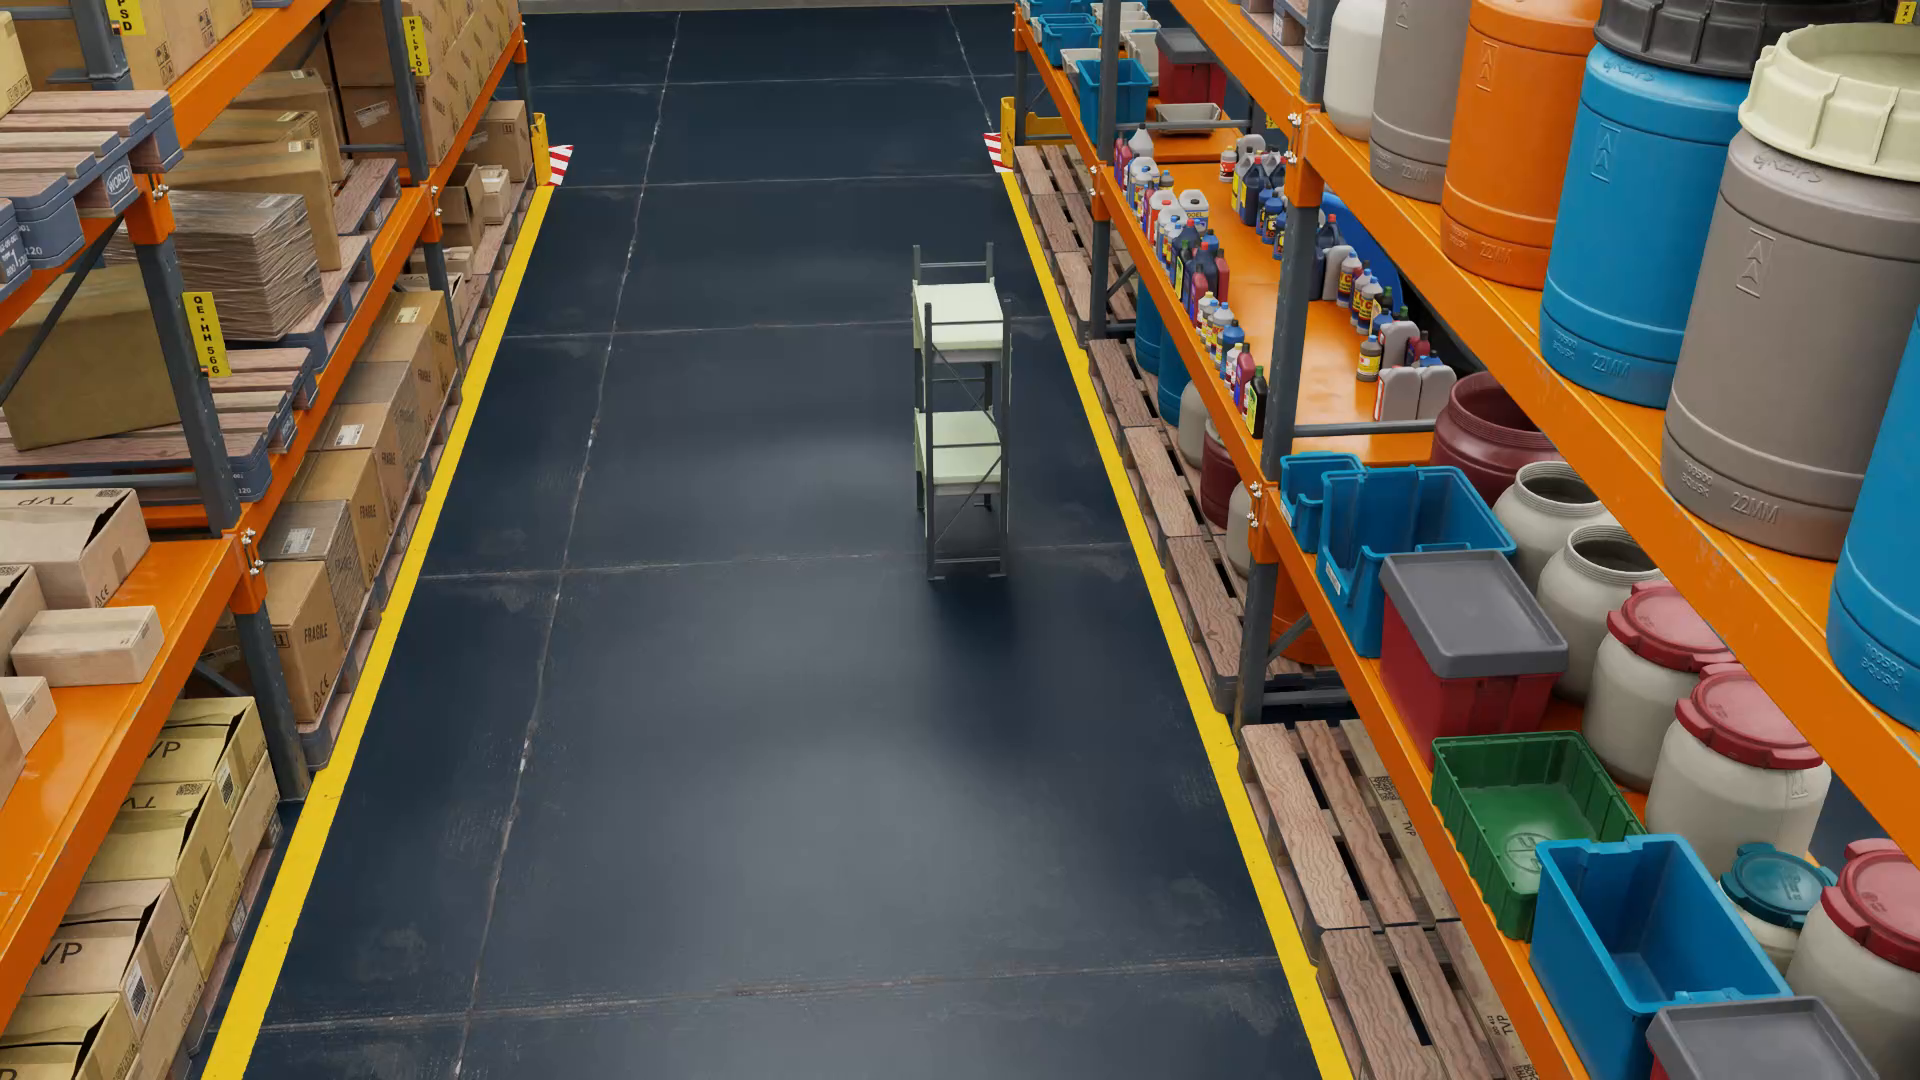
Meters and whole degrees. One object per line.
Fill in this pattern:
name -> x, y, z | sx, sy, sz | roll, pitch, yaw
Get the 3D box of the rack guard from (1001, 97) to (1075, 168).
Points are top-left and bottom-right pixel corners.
rack guard -> 0.940, -3.461, 14.056 | 1.175, 0.500, 0.348 | -3, 31, -5

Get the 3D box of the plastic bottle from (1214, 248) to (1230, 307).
plastic bottle -> 1.259, -1.259, 8.046 | 0.061, 0.283, 0.133 | -3, 31, -5

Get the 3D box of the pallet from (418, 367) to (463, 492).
pallet -> -3.490, -0.634, 9.606 | 1.003, 0.211, 1.213 | -3, 31, -5

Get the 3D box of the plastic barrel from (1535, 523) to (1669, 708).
plastic barrel -> 2.051, 0.244, 5.307 | 0.421, 0.512, 0.421 | 0, 31, 0

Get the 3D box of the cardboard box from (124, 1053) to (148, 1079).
cardboard box -> -2.791, 1.837, 5.021 | 0.500, 0.250, 0.500 | -2, 31, -4

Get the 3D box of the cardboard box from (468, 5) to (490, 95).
cardboard box -> -3.524, -3.337, 11.314 | 0.500, 0.500, 0.500 | -3, 31, -5

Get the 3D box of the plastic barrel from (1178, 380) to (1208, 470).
plastic barrel -> 1.393, -0.660, 8.946 | 0.421, 0.512, 0.421 | 0, 31, 0

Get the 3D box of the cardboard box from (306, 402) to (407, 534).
cardboard box -> -3.138, -0.354, 8.426 | 0.500, 0.500, 0.500 | -4, 31, -6

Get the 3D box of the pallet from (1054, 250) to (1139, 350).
pallet -> 1.221, -1.656, 11.317 | 1.003, 0.211, 1.213 | -3, 31, -5

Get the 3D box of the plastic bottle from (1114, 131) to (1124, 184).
plastic bottle -> 0.938, -2.222, 9.659 | 0.061, 0.283, 0.133 | -3, 31, -5

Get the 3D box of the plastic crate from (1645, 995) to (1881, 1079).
plastic crate -> 1.726, 1.344, 3.512 | 0.402, 0.464, 0.583 | -3, 31, -5

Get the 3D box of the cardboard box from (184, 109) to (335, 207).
cardboard box -> -3.654, -1.867, 8.444 | 0.700, 0.500, 0.500 | 2, 31, 3

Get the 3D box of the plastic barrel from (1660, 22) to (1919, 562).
plastic barrel -> 1.752, -0.482, 3.217 | 0.600, 0.901, 0.600 | 0, 31, 0

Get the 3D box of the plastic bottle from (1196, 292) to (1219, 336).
plastic bottle -> 1.162, -1.064, 7.800 | 0.097, 0.201, 0.097 | 0, 31, 0

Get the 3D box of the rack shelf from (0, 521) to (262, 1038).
rack shelf -> -3.043, 1.128, 4.639 | 1.077, 0.370, 4.000 | -3, 31, -5

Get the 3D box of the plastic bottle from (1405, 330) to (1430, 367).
plastic bottle -> 1.999, -0.794, 7.268 | 0.061, 0.283, 0.133 | -3, 31, -5

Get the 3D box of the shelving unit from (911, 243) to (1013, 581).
shelving unit -> 0.001, -0.640, 8.360 | 0.431, 1.500, 0.755 | -3, 31, -5

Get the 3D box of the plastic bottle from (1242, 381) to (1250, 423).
plastic bottle -> 1.247, -0.598, 7.020 | 0.097, 0.201, 0.097 | 0, 31, 0

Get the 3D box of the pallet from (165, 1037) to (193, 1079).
pallet -> -3.081, 2.038, 5.132 | 1.003, 0.211, 1.213 | -3, 31, -5

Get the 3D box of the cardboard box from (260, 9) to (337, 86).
cardboard box -> -3.908, -2.963, 9.712 | 0.500, 0.500, 0.500 | -3, 31, -4

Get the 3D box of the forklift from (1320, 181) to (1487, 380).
forklift -> 3.342, -2.141, 9.477 | 1.130, 2.935, 3.031 | -21, 37, -31

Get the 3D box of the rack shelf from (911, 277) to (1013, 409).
rack shelf -> 0.001, -0.976, 8.160 | 0.431, 0.370, 0.720 | -3, 31, -5

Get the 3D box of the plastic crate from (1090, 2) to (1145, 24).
plastic crate -> 1.212, -4.027, 12.766 | 0.396, 0.136, 0.243 | -3, 31, -5

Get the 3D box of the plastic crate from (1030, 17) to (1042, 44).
plastic crate -> 0.661, -3.779, 12.350 | 0.250, 0.136, 0.298 | -3, 31, -5

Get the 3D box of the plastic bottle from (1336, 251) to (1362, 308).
plastic bottle -> 1.892, -1.269, 8.075 | 0.097, 0.271, 0.097 | 0, 31, 0

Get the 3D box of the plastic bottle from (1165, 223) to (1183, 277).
plastic bottle -> 1.094, -1.469, 8.409 | 0.097, 0.271, 0.097 | 0, 31, 0

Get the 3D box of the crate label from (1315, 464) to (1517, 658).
crate label -> 1.526, 0.067, 5.678 | 0.502, 0.435, 0.616 | -3, 31, -5

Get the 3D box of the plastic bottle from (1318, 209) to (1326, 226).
plastic bottle -> 1.803, -1.610, 8.641 | 0.152, 0.276, 0.135 | -3, 31, -5

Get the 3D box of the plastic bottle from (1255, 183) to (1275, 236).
plastic bottle -> 1.646, -1.780, 8.930 | 0.097, 0.271, 0.097 | 0, 31, 0

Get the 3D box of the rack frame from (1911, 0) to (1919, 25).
rack frame -> 6.260, -2.717, 10.374 | 1.000, 3.000, 0.127 | -3, 31, -5

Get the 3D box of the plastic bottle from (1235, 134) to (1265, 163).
plastic bottle -> 1.687, -2.241, 9.698 | 0.152, 0.276, 0.135 | -3, 31, -5

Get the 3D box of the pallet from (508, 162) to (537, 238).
pallet -> -3.894, -2.644, 12.971 | 1.003, 0.211, 1.213 | -3, 31, -5

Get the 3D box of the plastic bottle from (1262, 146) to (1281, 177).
plastic bottle -> 1.740, -2.005, 9.230 | 0.144, 0.351, 0.185 | -3, 31, -5

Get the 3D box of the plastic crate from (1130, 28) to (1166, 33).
plastic crate -> 1.402, -3.440, 11.689 | 0.416, 0.233, 0.300 | -3, 31, -5

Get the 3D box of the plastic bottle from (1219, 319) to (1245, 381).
plastic bottle -> 1.208, -0.846, 7.366 | 0.097, 0.271, 0.097 | 0, 31, 0

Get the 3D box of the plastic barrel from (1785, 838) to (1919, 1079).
plastic barrel -> 2.205, 1.047, 3.939 | 0.433, 0.535, 0.433 | 0, 31, 0

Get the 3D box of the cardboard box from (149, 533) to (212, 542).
cardboard box -> -3.560, -0.135, 7.328 | 0.500, 0.250, 0.500 | -2, 31, -3

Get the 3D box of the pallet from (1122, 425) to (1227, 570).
pallet -> 1.477, -0.263, 8.984 | 1.003, 0.211, 1.213 | -3, 31, -5

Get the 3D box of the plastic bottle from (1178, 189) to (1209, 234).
plastic bottle -> 1.231, -1.707, 8.803 | 0.152, 0.276, 0.135 | -3, 31, -5

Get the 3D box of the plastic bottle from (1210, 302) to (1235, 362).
plastic bottle -> 1.189, -0.945, 7.533 | 0.097, 0.271, 0.097 | 0, 31, 0

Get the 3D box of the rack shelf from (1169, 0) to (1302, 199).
rack shelf -> 1.516, -2.438, 7.683 | 1.077, 0.370, 4.000 | -3, 31, -5

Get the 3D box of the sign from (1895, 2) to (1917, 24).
sign -> 5.708, -3.096, 10.086 | 0.100, 0.325, 0.005 | -3, 31, -5

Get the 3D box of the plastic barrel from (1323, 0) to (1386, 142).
plastic barrel -> 1.426, -1.600, 5.470 | 0.421, 0.512, 0.421 | 0, 31, 0

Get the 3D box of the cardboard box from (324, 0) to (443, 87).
cardboard box -> -3.367, -2.971, 9.726 | 0.500, 0.500, 0.500 | -2, 31, -3

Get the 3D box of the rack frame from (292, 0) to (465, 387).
rack frame -> -3.603, -2.245, 9.583 | 1.000, 3.000, 0.127 | -3, 31, -5

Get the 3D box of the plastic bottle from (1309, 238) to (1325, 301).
plastic bottle -> 1.705, -1.367, 8.161 | 0.144, 0.351, 0.185 | -3, 31, -5

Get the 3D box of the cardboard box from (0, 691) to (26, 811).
cardboard box -> -3.056, 0.611, 4.705 | 0.500, 0.500, 0.500 | -4, 31, -7

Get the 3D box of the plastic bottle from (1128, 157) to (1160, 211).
plastic bottle -> 1.027, -1.985, 9.270 | 0.152, 0.276, 0.135 | -3, 31, -5

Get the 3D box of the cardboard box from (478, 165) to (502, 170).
cardboard box -> -3.733, -2.782, 12.817 | 0.380, 0.166, 0.250 | -3, 31, -5

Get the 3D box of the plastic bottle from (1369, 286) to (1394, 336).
plastic bottle -> 1.952, -1.049, 7.694 | 0.061, 0.283, 0.133 | -3, 31, -5

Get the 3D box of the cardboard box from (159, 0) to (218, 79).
cardboard box -> -3.351, -2.015, 6.175 | 0.910, 0.500, 0.500 | -3, 31, -5

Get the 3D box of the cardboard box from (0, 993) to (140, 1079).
cardboard box -> -2.791, 1.591, 4.885 | 0.500, 0.311, 0.500 | -2, 31, -3

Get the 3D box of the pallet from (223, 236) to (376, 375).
pallet -> -3.416, -1.113, 7.875 | 1.003, 0.211, 1.213 | -3, 31, -5

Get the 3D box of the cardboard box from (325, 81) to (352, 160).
cardboard box -> -3.905, -2.530, 9.964 | 0.500, 0.500, 0.500 | -2, 31, -4

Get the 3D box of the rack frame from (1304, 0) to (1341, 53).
rack frame -> 1.703, -3.013, 5.019 | 1.000, 3.000, 0.127 | -3, 31, -5

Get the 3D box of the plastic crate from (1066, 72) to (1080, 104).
plastic crate -> 0.957, -2.946, 10.967 | 0.437, 0.125, 0.590 | -3, 31, -5
